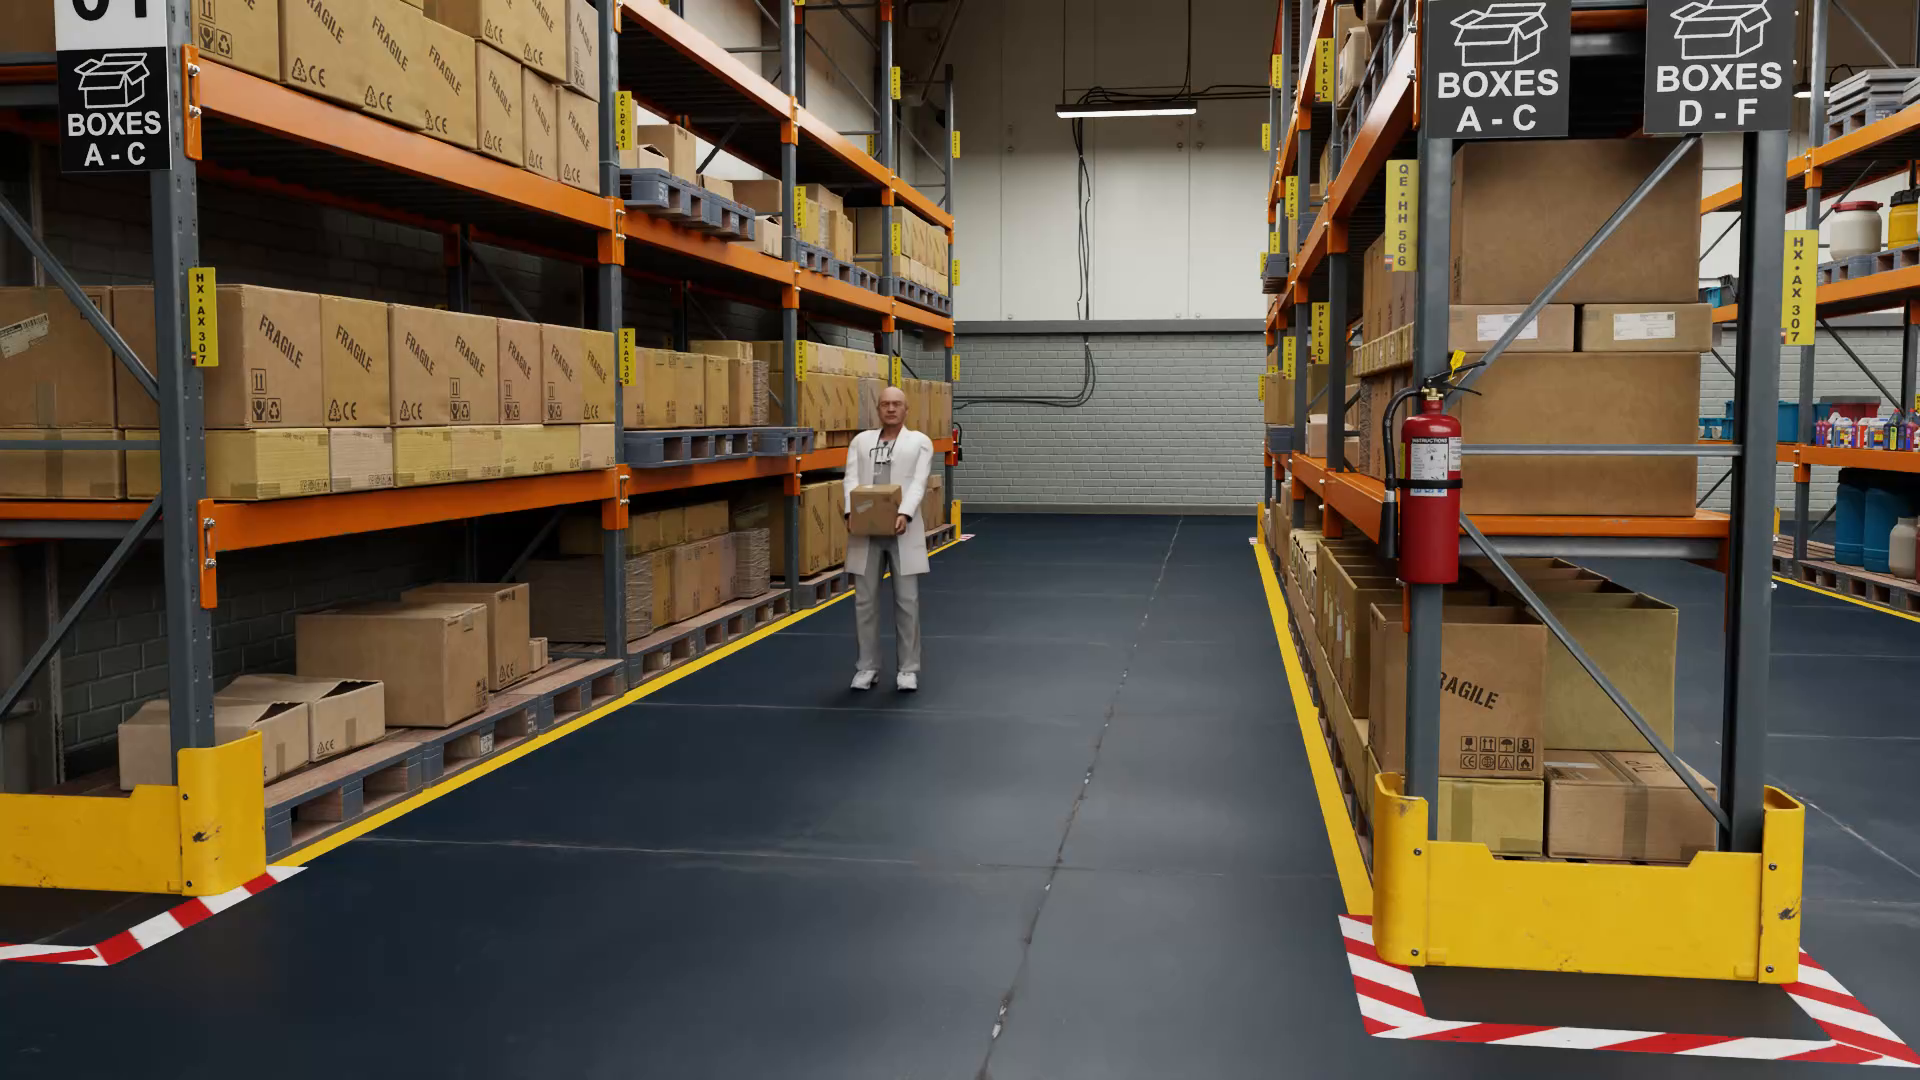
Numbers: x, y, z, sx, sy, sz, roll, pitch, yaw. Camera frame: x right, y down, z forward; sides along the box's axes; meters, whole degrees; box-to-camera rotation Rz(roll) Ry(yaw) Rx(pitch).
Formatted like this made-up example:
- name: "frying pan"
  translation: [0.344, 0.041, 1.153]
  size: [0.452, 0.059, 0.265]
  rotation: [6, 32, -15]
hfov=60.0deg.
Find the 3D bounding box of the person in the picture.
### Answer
- name: "person"
  translation: [-0.440, -0.007, 9.716]
  size: [0.529, 1.772, 0.552]
  rotation: [1, 4, 10]
